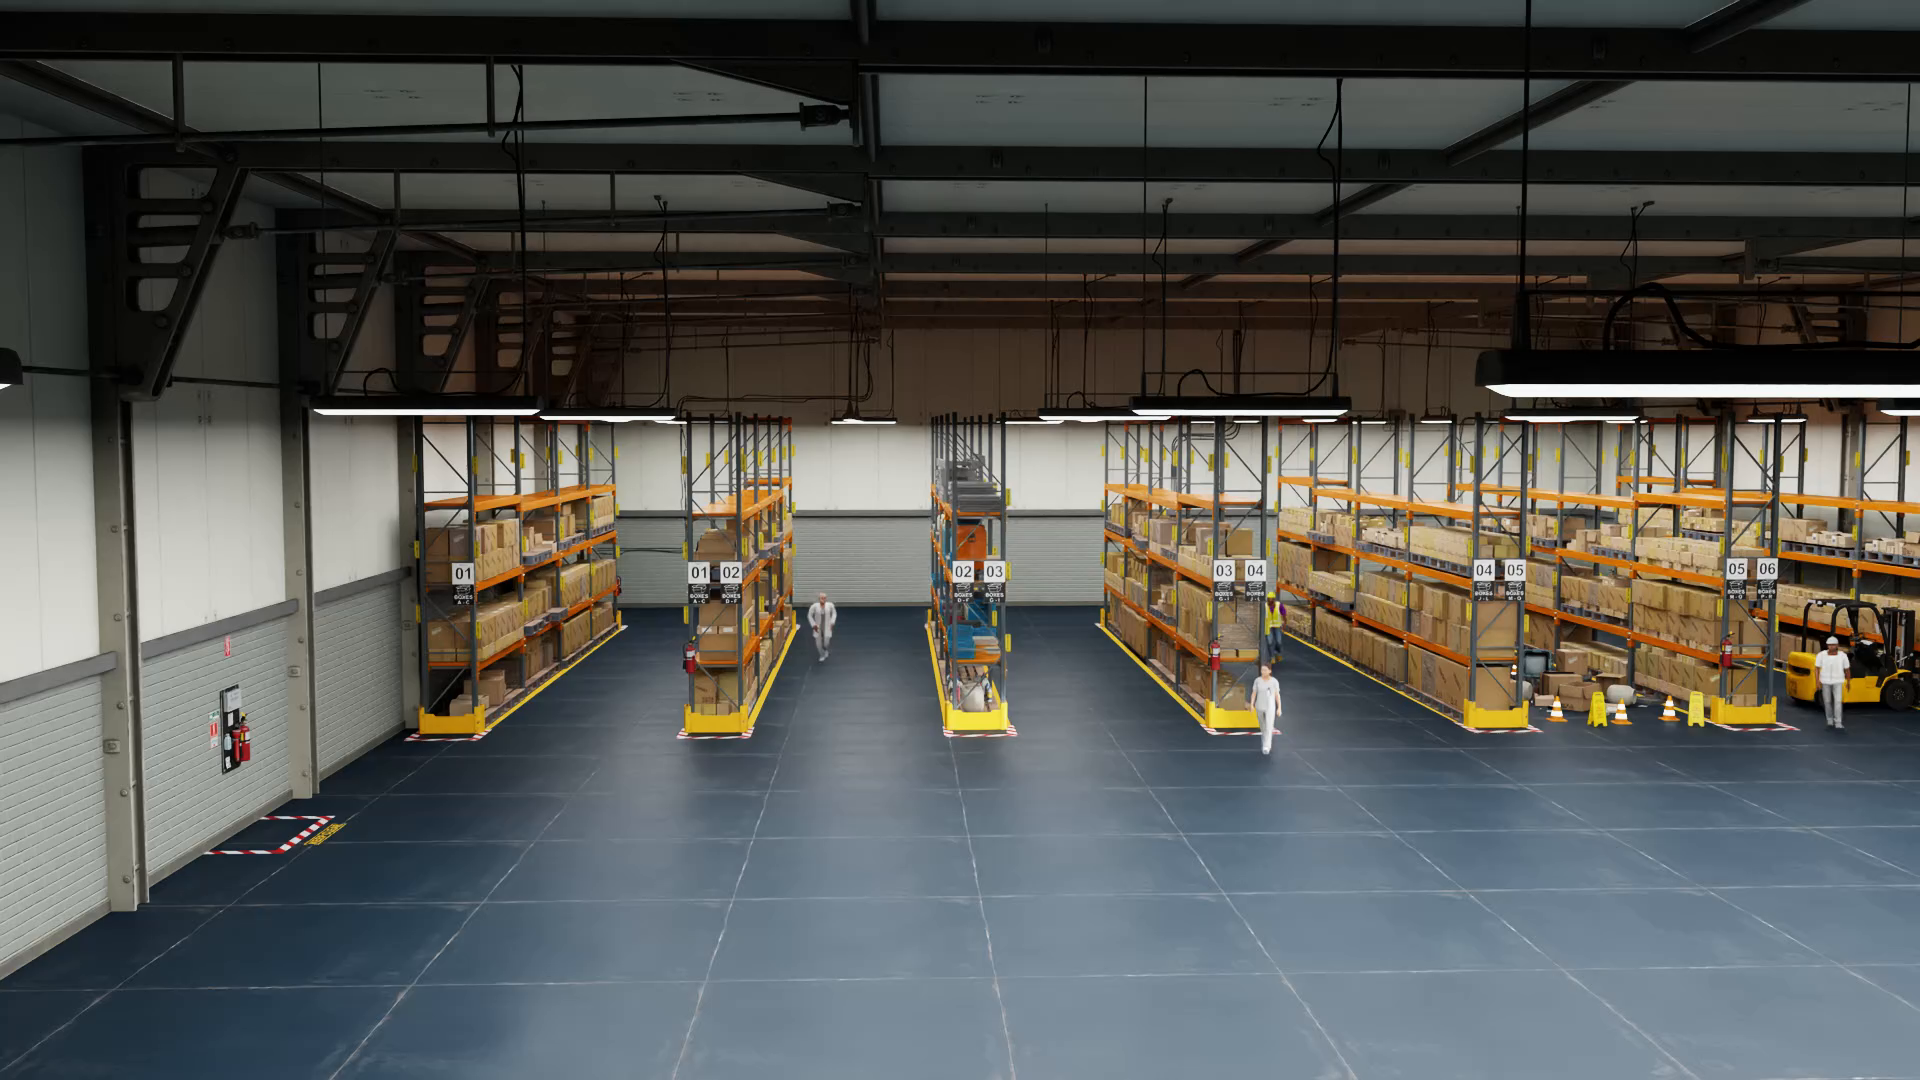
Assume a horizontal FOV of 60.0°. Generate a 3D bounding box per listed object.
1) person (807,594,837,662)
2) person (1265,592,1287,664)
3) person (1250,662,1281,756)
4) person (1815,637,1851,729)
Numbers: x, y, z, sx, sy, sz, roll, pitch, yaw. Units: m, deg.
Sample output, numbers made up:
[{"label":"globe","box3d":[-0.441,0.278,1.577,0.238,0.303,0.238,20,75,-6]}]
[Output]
[{"label":"person","box3d":[-3.364,2.127,40.582,0.703,1.689,0.672,0,4,-3]},{"label":"person","box3d":[7.592,2.110,40.343,0.649,1.745,0.582,1,4,9]},{"label":"person","box3d":[5.278,2.931,28.850,0.493,1.611,1.052,2,4,29]},{"label":"person","box3d":[16.477,2.694,31.441,0.605,1.720,0.984,3,5,35]}]
